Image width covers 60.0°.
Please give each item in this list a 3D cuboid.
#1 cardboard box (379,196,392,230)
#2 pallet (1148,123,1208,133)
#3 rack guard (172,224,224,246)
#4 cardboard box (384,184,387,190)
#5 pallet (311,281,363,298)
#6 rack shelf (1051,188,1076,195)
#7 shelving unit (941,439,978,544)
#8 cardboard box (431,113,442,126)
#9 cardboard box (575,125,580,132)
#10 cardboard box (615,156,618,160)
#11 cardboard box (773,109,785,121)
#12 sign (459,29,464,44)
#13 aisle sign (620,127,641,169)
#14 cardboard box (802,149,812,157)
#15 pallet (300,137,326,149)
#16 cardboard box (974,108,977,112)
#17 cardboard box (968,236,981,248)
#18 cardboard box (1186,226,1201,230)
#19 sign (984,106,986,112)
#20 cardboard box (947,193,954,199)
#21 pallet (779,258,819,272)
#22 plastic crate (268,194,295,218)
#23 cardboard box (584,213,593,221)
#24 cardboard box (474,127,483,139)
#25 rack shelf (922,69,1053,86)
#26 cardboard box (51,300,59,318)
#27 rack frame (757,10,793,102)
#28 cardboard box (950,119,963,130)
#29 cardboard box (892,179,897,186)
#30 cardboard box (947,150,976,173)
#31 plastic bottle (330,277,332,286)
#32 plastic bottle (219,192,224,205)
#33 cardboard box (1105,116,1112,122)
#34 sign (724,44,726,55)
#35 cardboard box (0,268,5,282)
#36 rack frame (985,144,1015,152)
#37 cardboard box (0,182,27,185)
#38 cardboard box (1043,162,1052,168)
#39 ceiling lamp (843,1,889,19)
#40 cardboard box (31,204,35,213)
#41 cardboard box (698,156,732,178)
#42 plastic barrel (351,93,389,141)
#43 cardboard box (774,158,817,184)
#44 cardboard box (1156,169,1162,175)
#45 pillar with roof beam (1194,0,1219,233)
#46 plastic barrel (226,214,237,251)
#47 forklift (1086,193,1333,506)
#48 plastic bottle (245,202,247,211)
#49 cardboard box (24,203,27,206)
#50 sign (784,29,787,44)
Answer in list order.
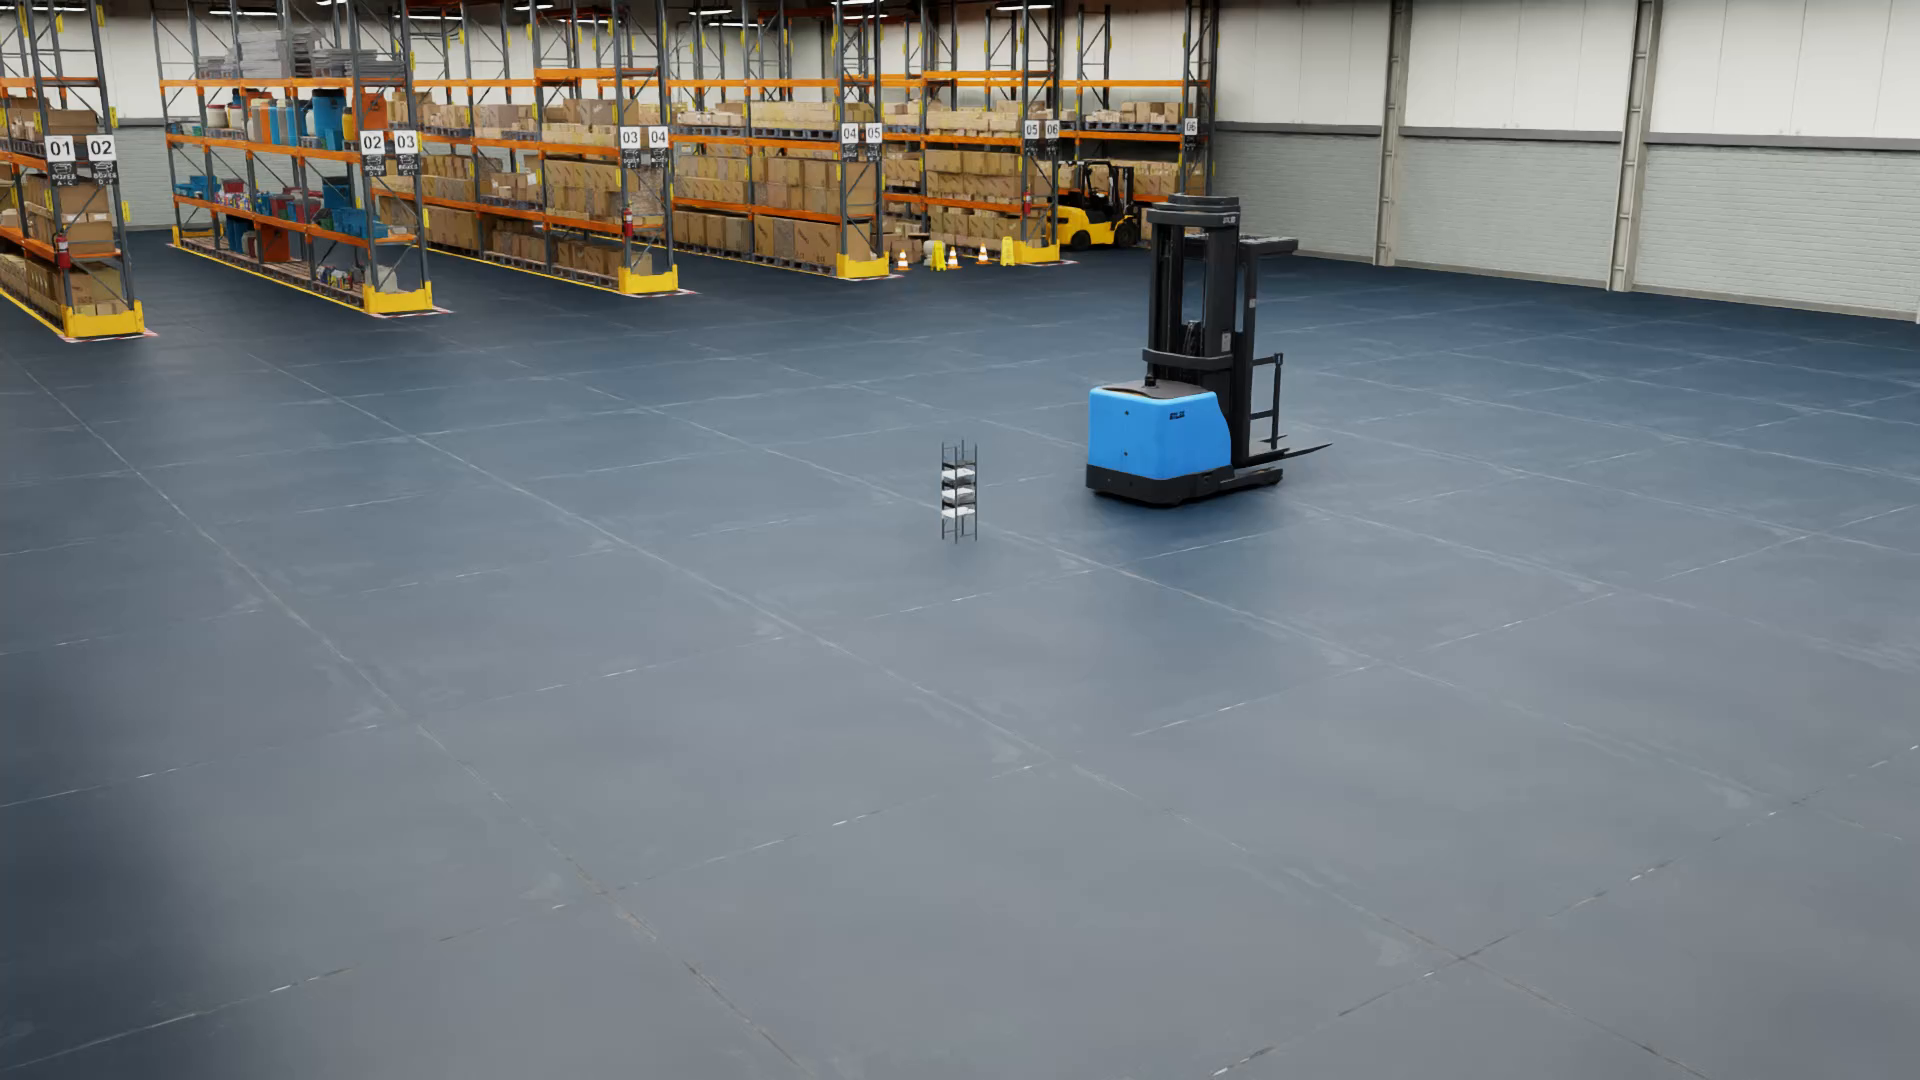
[{"bbox_3d":[-15.147,-8.883,45.077,0.875,0.875,0.875,-11,19,-35],"label":"cardboard box"},{"bbox_3d":[5.454,-10.281,41.443,1.003,0.211,1.213,-11,19,-35],"label":"pallet"},{"bbox_3d":[-19.619,-7.858,42.839,1.175,0.500,0.348,-11,19,-35],"label":"rack guard"},{"bbox_3d":[-15.040,-9.362,44.075,0.380,0.149,0.250,-11,19,-36],"label":"cardboard box"},{"bbox_3d":[-12.177,-5.003,32.956,1.003,0.211,1.213,-11,19,-35],"label":"pallet"},{"bbox_3d":[2.321,-9.656,46.037,1.077,0.370,4.000,-11,19,-35],"label":"rack shelf"},{"bbox_3d":[-0.005,-0.436,14.964,0.258,0.900,0.210,-11,19,-35],"label":"shelving unit"},{"bbox_3d":[-12.664,-10.333,40.839,0.500,0.311,0.500,-12,19,-36],"label":"cardboard box"},{"bbox_3d":[-7.614,-8.394,33.909,0.380,0.149,0.250,-10,18,-33],"label":"cardboard box"},{"bbox_3d":[-9.233,-10.531,45.225,0.500,0.500,0.500,-10,18,-33],"label":"cardboard box"},{"bbox_3d":[-3.805,-9.421,36.867,0.500,0.250,0.500,-11,19,-35],"label":"cardboard box"},{"bbox_3d":[-11.331,-11.454,37.811,0.100,0.325,0.005,-11,19,-35],"label":"sign"},{"bbox_3d":[-6.386,-7.607,32.261,0.394,0.787,0.004,-11,19,-35],"label":"aisle sign"},{"bbox_3d":[-3.979,-10.475,45.581,0.500,0.500,0.500,-11,19,-34],"label":"cardboard box"},{"bbox_3d":[-12.035,-7.715,32.256,1.213,0.211,1.003,-11,19,-35],"label":"pallet"},{"bbox_3d":[0.634,-12.241,47.400,0.380,0.149,0.250,-12,19,-36],"label":"cardboard box"},{"bbox_3d":[0.533,-7.181,40.043,0.500,0.250,0.500,-12,19,-37],"label":"cardboard box"},{"bbox_3d":[5.740,-7.972,41.987,0.500,0.250,0.500,-10,18,-34],"label":"cardboard box"},{"bbox_3d":[0.705,-12.043,46.732,0.100,0.325,0.005,-11,19,-35],"label":"sign"},{"bbox_3d":[-0.102,-8.411,40.599,0.380,0.149,0.250,-10,18,-33],"label":"cardboard box"},{"bbox_3d":[-3.355,-6.235,37.456,1.003,0.211,1.213,-11,19,-35],"label":"pallet"},{"bbox_3d":[-14.188,-6.990,34.813,0.402,0.464,0.583,-11,19,-35],"label":"plastic crate"},{"bbox_3d":[-7.482,-6.624,34.072,0.380,0.149,0.250,-11,19,-35],"label":"cardboard box"},{"bbox_3d":[-10.814,-9.355,38.177,0.500,0.250,0.500,-10,18,-34],"label":"cardboard box"},{"bbox_3d":[0.660,-10.923,39.307,1.077,0.370,4.000,-11,19,-35],"label":"rack shelf"},{"bbox_3d":[-15.053,-3.926,28.150,0.500,0.250,0.500,-11,19,-35],"label":"cardboard box"},{"bbox_3d":[-5.220,-13.407,47.014,1.000,3.000,0.127,-11,19,-35],"label":"rack frame"},{"bbox_3d":[0.116,-9.969,39.855,0.500,0.250,0.500,-11,19,-34],"label":"cardboard box"},{"bbox_3d":[-1.516,-9.116,42.380,0.380,0.149,0.250,-11,19,-34],"label":"cardboard box"},{"bbox_3d":[0.123,-9.127,40.095,0.700,0.500,0.500,-11,19,-36],"label":"cardboard box"},{"bbox_3d":[-12.141,-5.019,32.200,0.097,0.201,0.097,0,15,0],"label":"plastic bottle"},{"bbox_3d":[-17.063,-7.910,38.530,0.152,0.276,0.135,-11,19,-35],"label":"plastic bottle"},{"bbox_3d":[3.967,-10.845,42.828,0.380,0.149,0.250,-10,18,-33],"label":"cardboard box"},{"bbox_3d":[-7.124,-14.831,50.297,0.100,0.325,0.005,-11,19,-35],"label":"sign"},{"bbox_3d":[-18.829,-5.303,33.182,0.500,0.250,0.500,-11,19,-35],"label":"cardboard box"},{"bbox_3d":[1.145,-10.430,47.503,1.000,3.000,0.127,-11,19,-35],"label":"rack frame"},{"bbox_3d":[-19.744,-7.177,34.630,0.700,0.500,0.500,-7,17,-24],"label":"cardboard box"},{"bbox_3d":[2.483,-10.190,45.205,0.380,0.149,0.250,-11,19,-36],"label":"cardboard box"},{"bbox_3d":[-2.492,-16.473,47.160,0.800,3.185,2.000,-11,19,-35],"label":"ceiling lamp"},{"bbox_3d":[-16.245,-5.895,29.514,0.380,0.149,0.250,-11,19,-36],"label":"cardboard box"},{"bbox_3d":[-5.955,-9.085,40.505,0.700,0.500,0.500,-11,19,-35],"label":"cardboard box"},{"bbox_3d":[-10.575,-7.584,29.813,0.600,0.830,0.708,-11,19,-35],"label":"plastic barrel"},{"bbox_3d":[-3.648,-8.288,37.346,0.875,0.550,0.550,-11,19,-35],"label":"cardboard box"},{"bbox_3d":[5.141,-9.228,41.694,0.380,0.149,0.250,-10,18,-34],"label":"cardboard box"},{"bbox_3d":[2.686,-11.236,39.082,9.100,9.000,0.400,-11,19,-35],"label":"pillar with roof beam"},{"bbox_3d":[-16.936,-7.278,39.164,0.600,0.901,0.708,-11,19,-35],"label":"plastic barrel"},{"bbox_3d":[2.707,-2.052,17.023,3.031,2.935,1.130,-13,20,-40],"label":"forklift"},{"bbox_3d":[-15.719,-7.374,36.712,0.097,0.201,0.097,0,15,0],"label":"plastic bottle"},{"bbox_3d":[-17.590,-6.164,31.726,0.500,0.500,0.500,-11,19,-34],"label":"cardboard box"},{"bbox_3d":[-3.997,-11.516,38.037,0.100,0.325,0.005,-11,19,-35],"label":"sign"}]
